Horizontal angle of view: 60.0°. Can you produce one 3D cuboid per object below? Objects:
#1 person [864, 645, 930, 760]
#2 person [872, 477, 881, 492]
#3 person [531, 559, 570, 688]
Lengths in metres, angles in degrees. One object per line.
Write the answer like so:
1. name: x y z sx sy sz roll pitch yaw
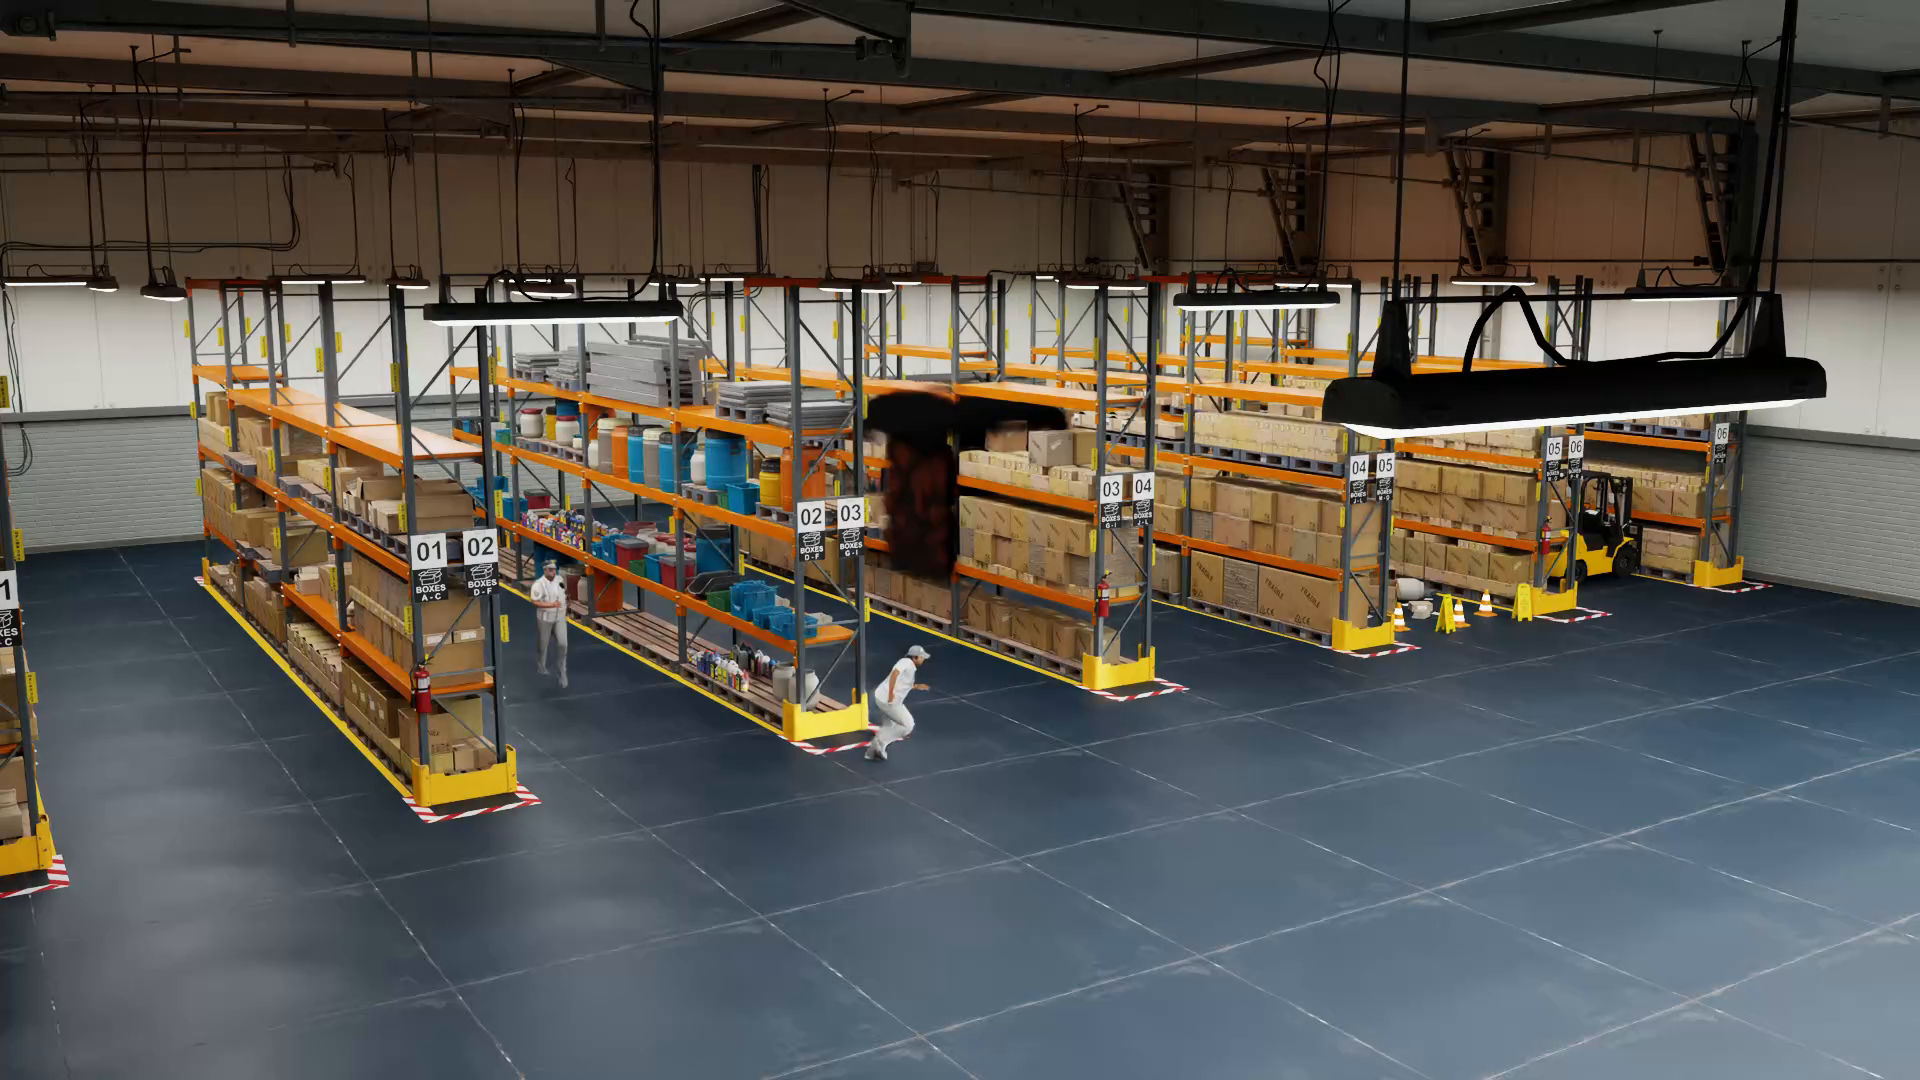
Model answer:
1. person: -0.794 2.087 21.124 0.845 1.494 0.643 -1 10 -6
2. person: -2.252 -1.769 43.425 0.565 1.717 0.763 6 11 33
3. person: -5.960 1.205 24.237 0.607 1.902 0.838 -7 12 -35
